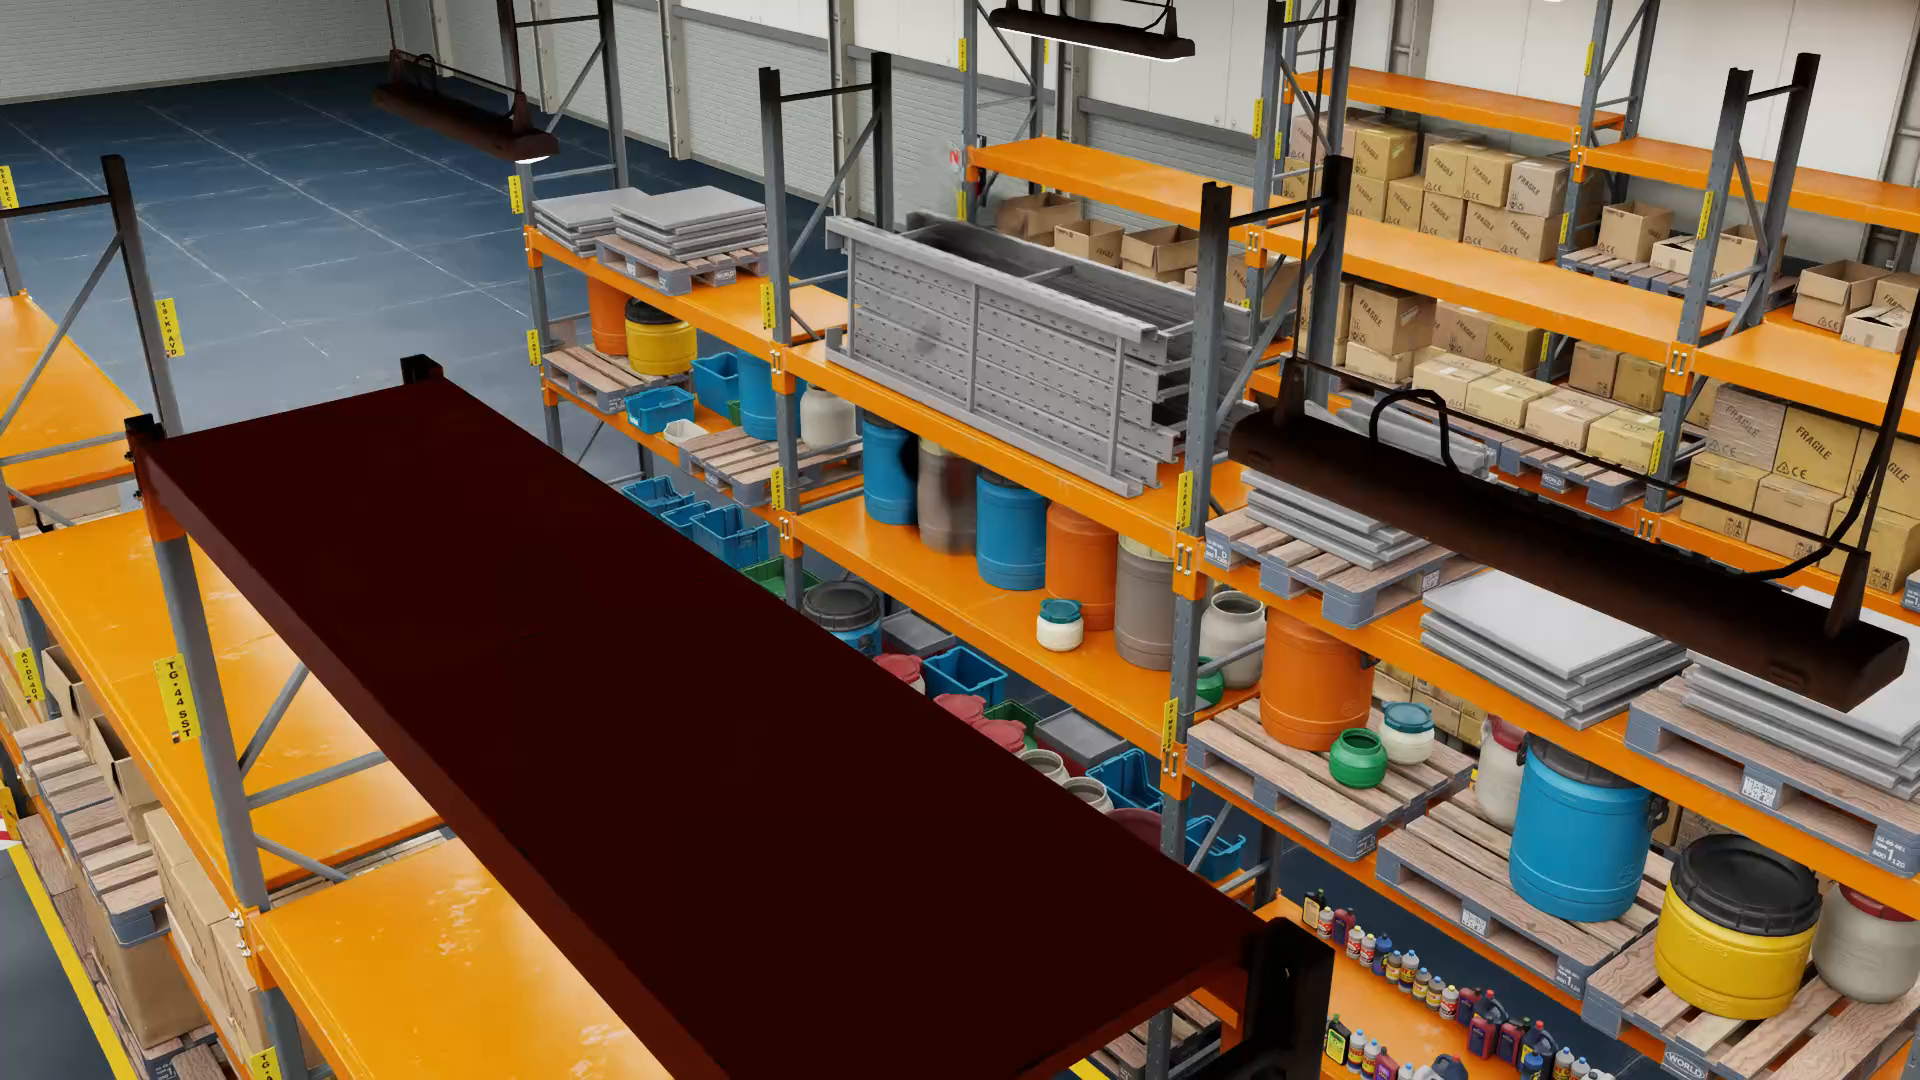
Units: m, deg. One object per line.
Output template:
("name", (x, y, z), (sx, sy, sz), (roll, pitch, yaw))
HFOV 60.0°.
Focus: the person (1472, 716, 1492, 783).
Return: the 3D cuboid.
("person", (4.004, 1.690, 12.151), (0.695, 1.731, 0.677), (-21, 33, -37))
